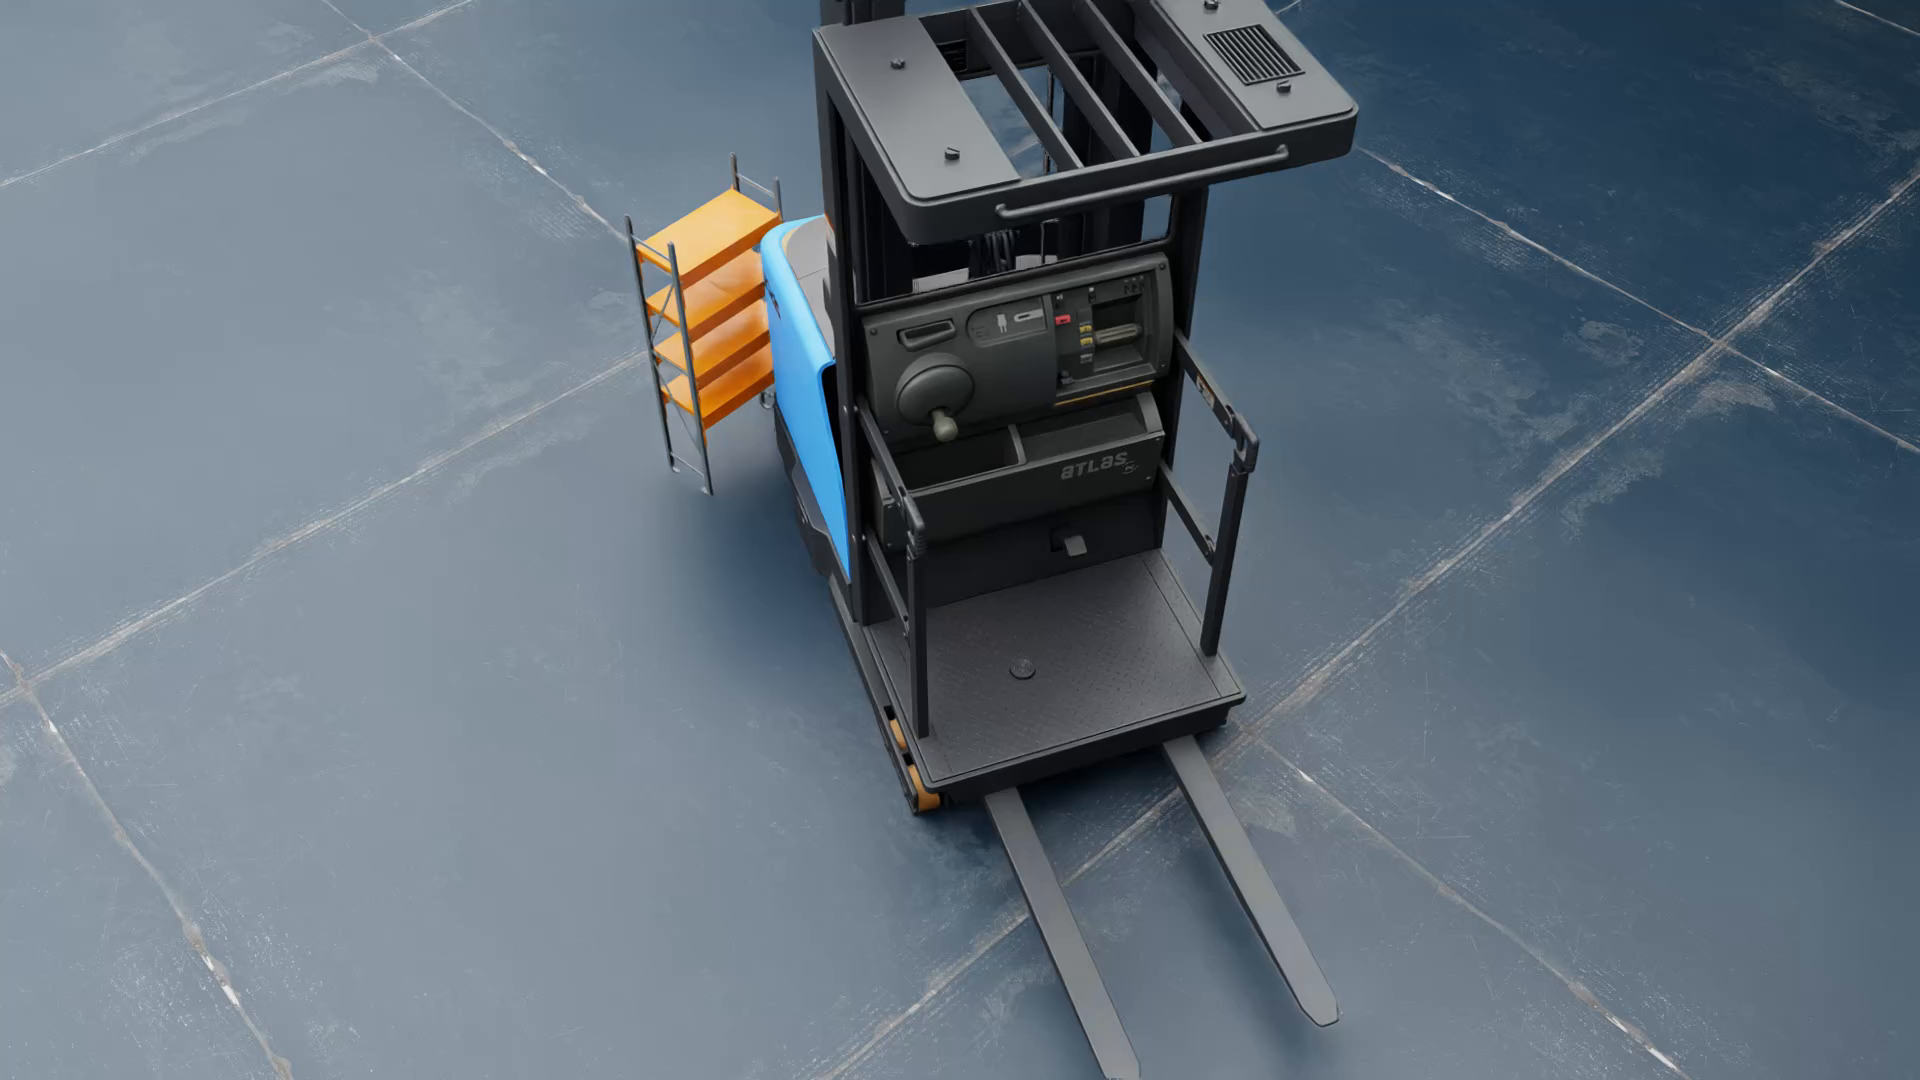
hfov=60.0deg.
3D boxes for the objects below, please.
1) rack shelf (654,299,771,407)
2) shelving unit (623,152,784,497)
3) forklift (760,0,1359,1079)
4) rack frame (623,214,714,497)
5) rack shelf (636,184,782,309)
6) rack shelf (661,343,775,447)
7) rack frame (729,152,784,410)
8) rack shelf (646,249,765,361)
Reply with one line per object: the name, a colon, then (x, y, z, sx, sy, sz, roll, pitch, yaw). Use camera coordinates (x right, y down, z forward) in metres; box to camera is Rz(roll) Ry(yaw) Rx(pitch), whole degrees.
rack shelf: (-0.884, -0.725, 6.194, 0.258, 0.148, 0.480, 33, 55, 27)
shelving unit: (-0.884, -0.770, 6.144, 0.258, 1.200, 0.503, 33, 55, 27)
forklift: (0.255, -0.454, 4.675, 1.130, 2.935, 3.031, -14, 49, -13)
rack frame: (-1.045, -0.636, 6.020, 0.240, 1.200, 0.015, 33, 55, 27)
rack shelf: (-0.884, -1.037, 5.856, 0.258, 0.148, 0.480, 33, 55, 27)
rack shelf: (-0.884, -0.590, 6.340, 0.258, 0.148, 0.480, 33, 55, 27)
rack frame: (-0.722, -0.905, 6.268, 0.240, 1.200, 0.015, 33, 55, 27)
rack shelf: (-0.884, -0.876, 6.029, 0.258, 0.148, 0.480, 33, 55, 27)
